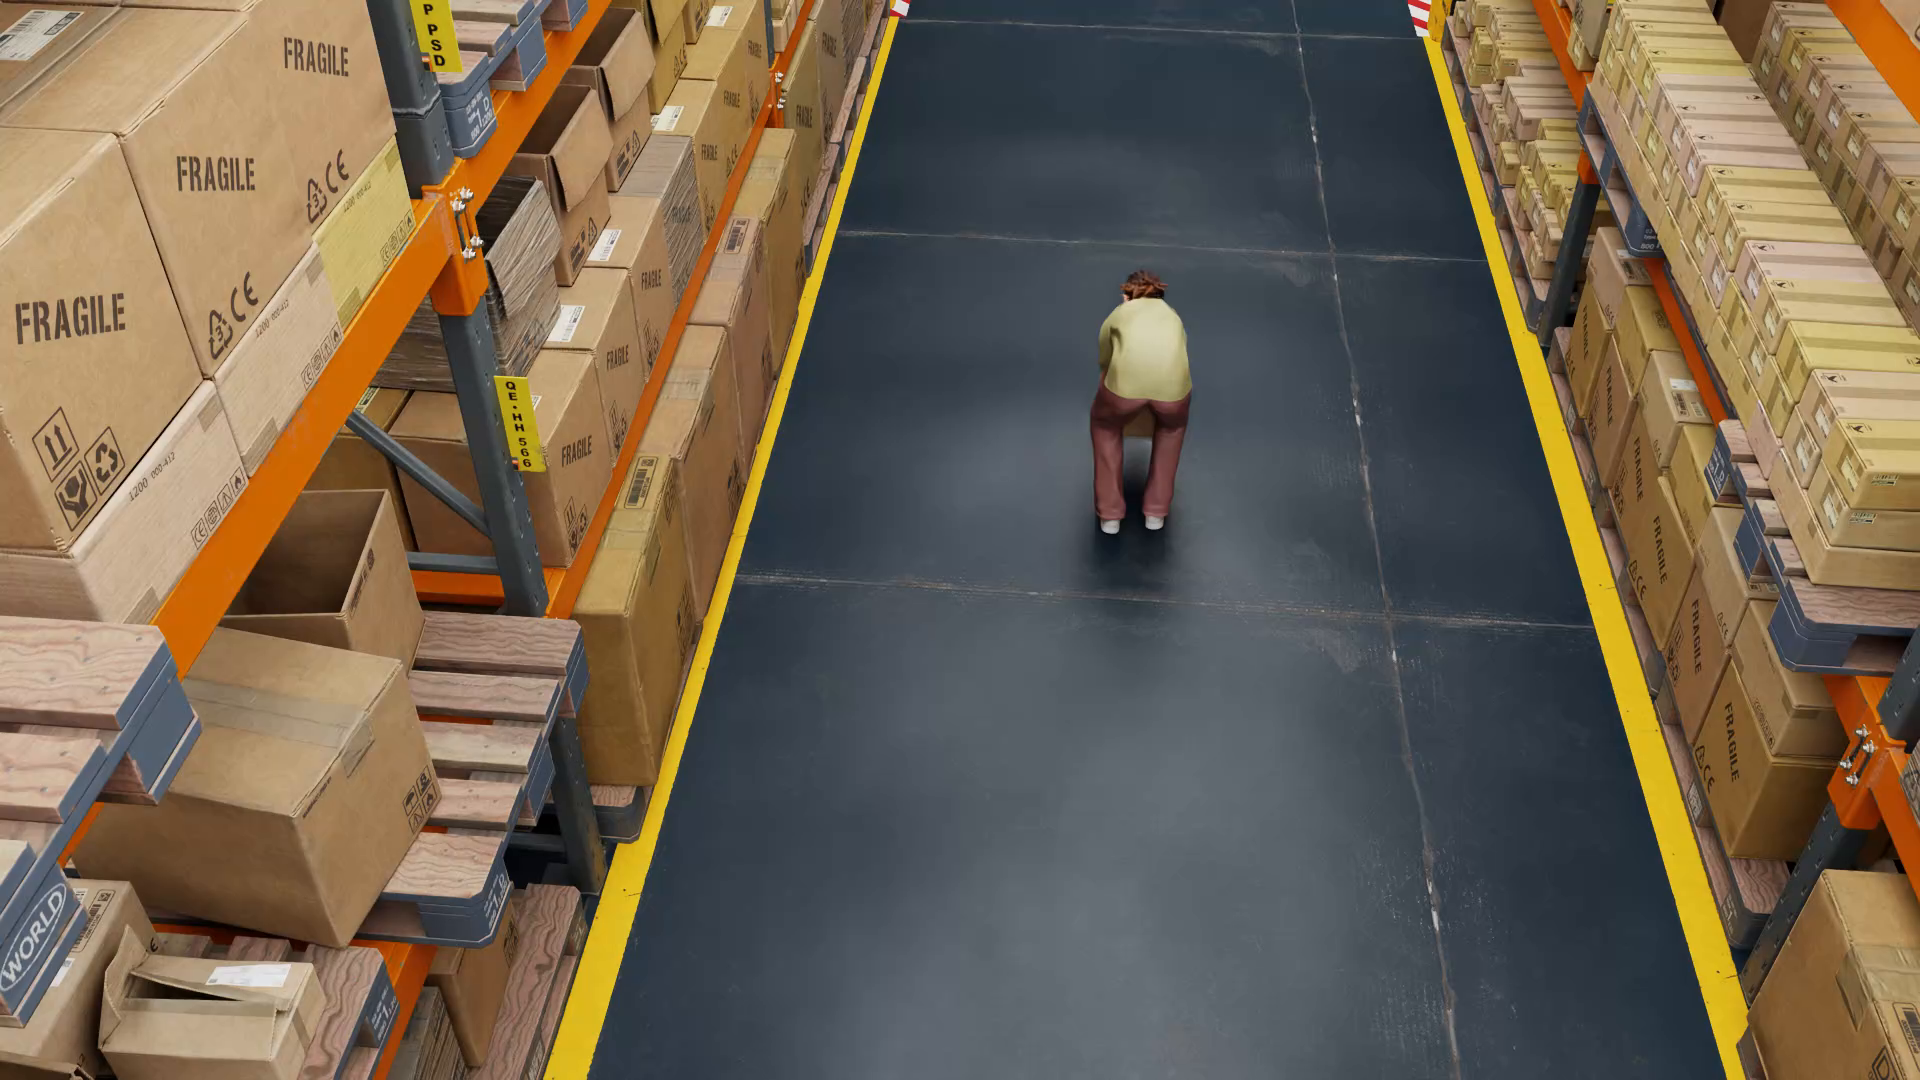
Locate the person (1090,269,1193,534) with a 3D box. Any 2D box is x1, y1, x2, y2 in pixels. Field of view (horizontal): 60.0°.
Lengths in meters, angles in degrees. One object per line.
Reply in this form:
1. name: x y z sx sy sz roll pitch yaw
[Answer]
1. person: 0.797 -0.616 7.406 0.432 1.005 0.870 2 40 2
